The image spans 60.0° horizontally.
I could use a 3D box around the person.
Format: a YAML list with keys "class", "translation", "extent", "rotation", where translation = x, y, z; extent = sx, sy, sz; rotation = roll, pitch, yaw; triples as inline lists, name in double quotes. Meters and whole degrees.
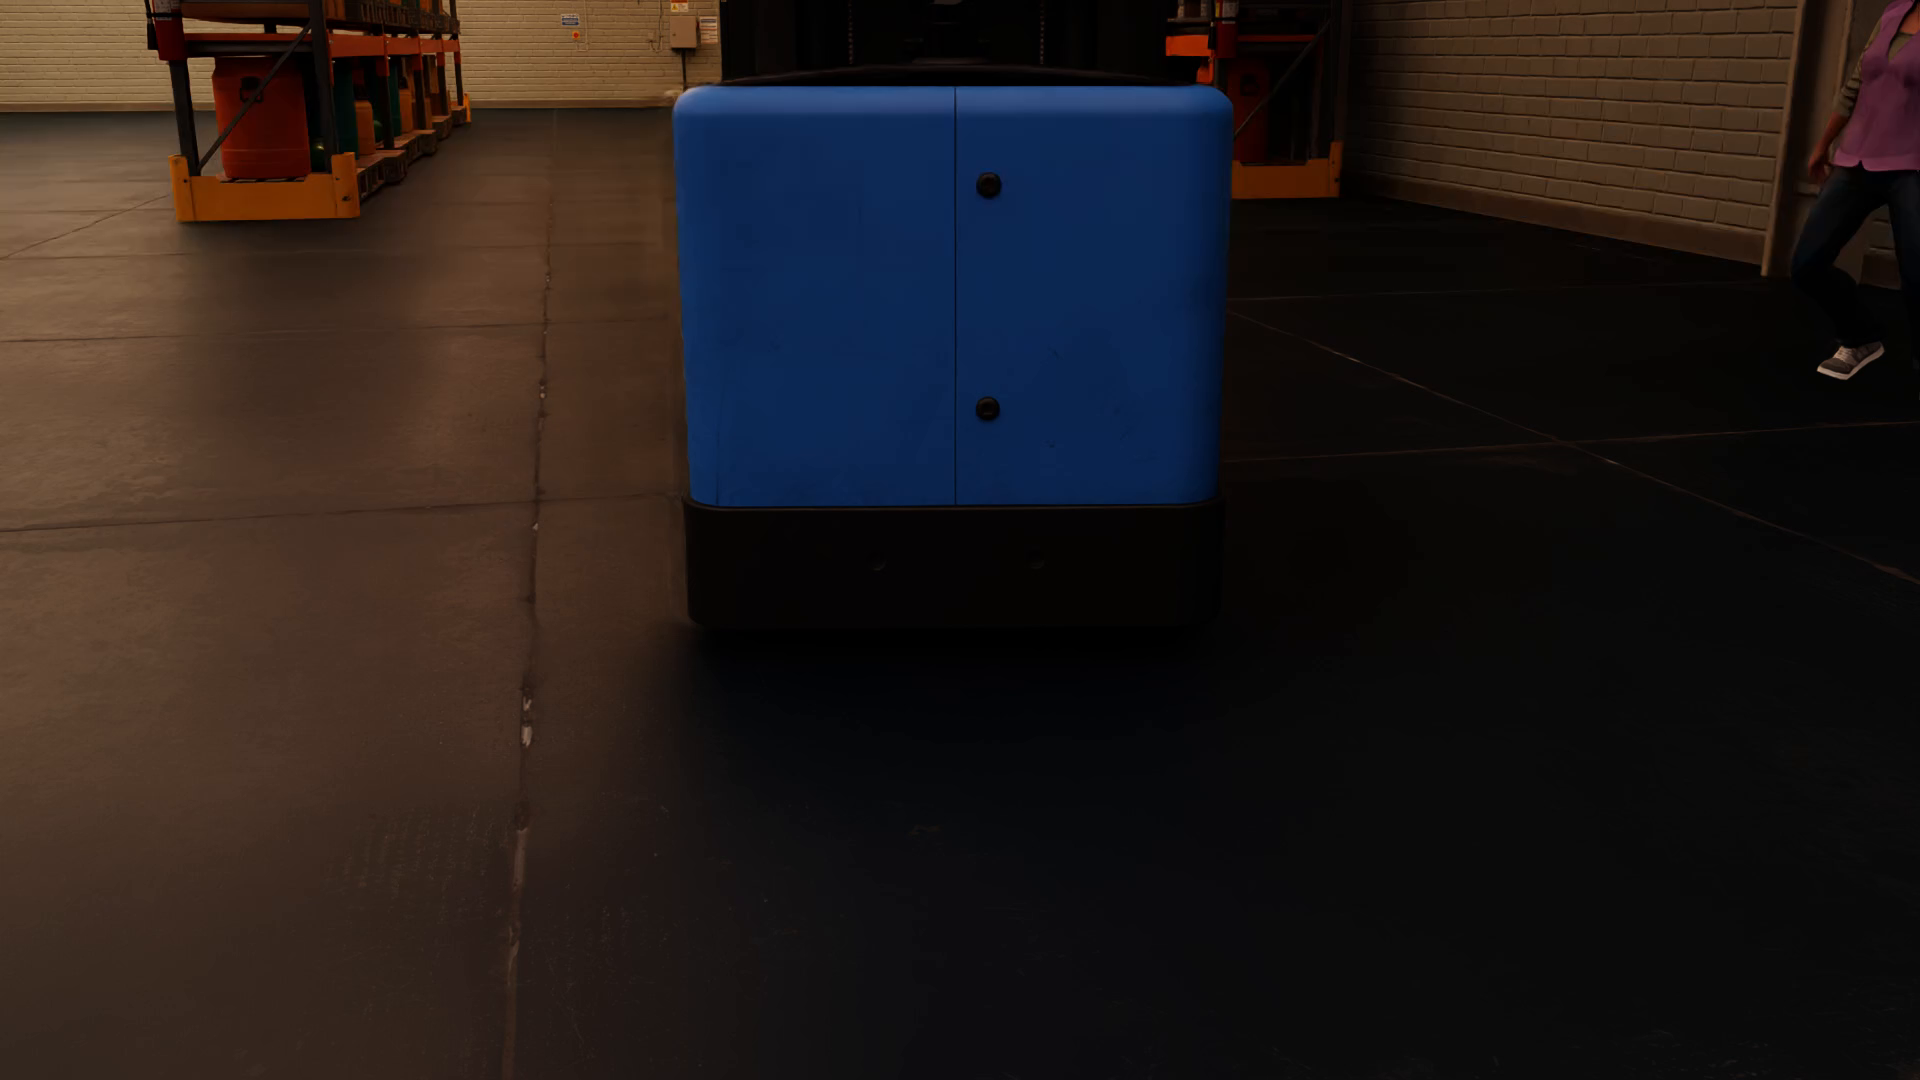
- class: "person"
  translation: [3.078, -1.216, 5.461]
  extent: [0.449, 1.521, 0.744]
  rotation: [-6, 18, -20]

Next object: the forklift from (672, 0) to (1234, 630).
- class: "forklift"
  translation: [-0.047, -1.597, 4.244]
  extent: [1.130, 2.935, 3.031]
  rotation: [0, 17, -1]
